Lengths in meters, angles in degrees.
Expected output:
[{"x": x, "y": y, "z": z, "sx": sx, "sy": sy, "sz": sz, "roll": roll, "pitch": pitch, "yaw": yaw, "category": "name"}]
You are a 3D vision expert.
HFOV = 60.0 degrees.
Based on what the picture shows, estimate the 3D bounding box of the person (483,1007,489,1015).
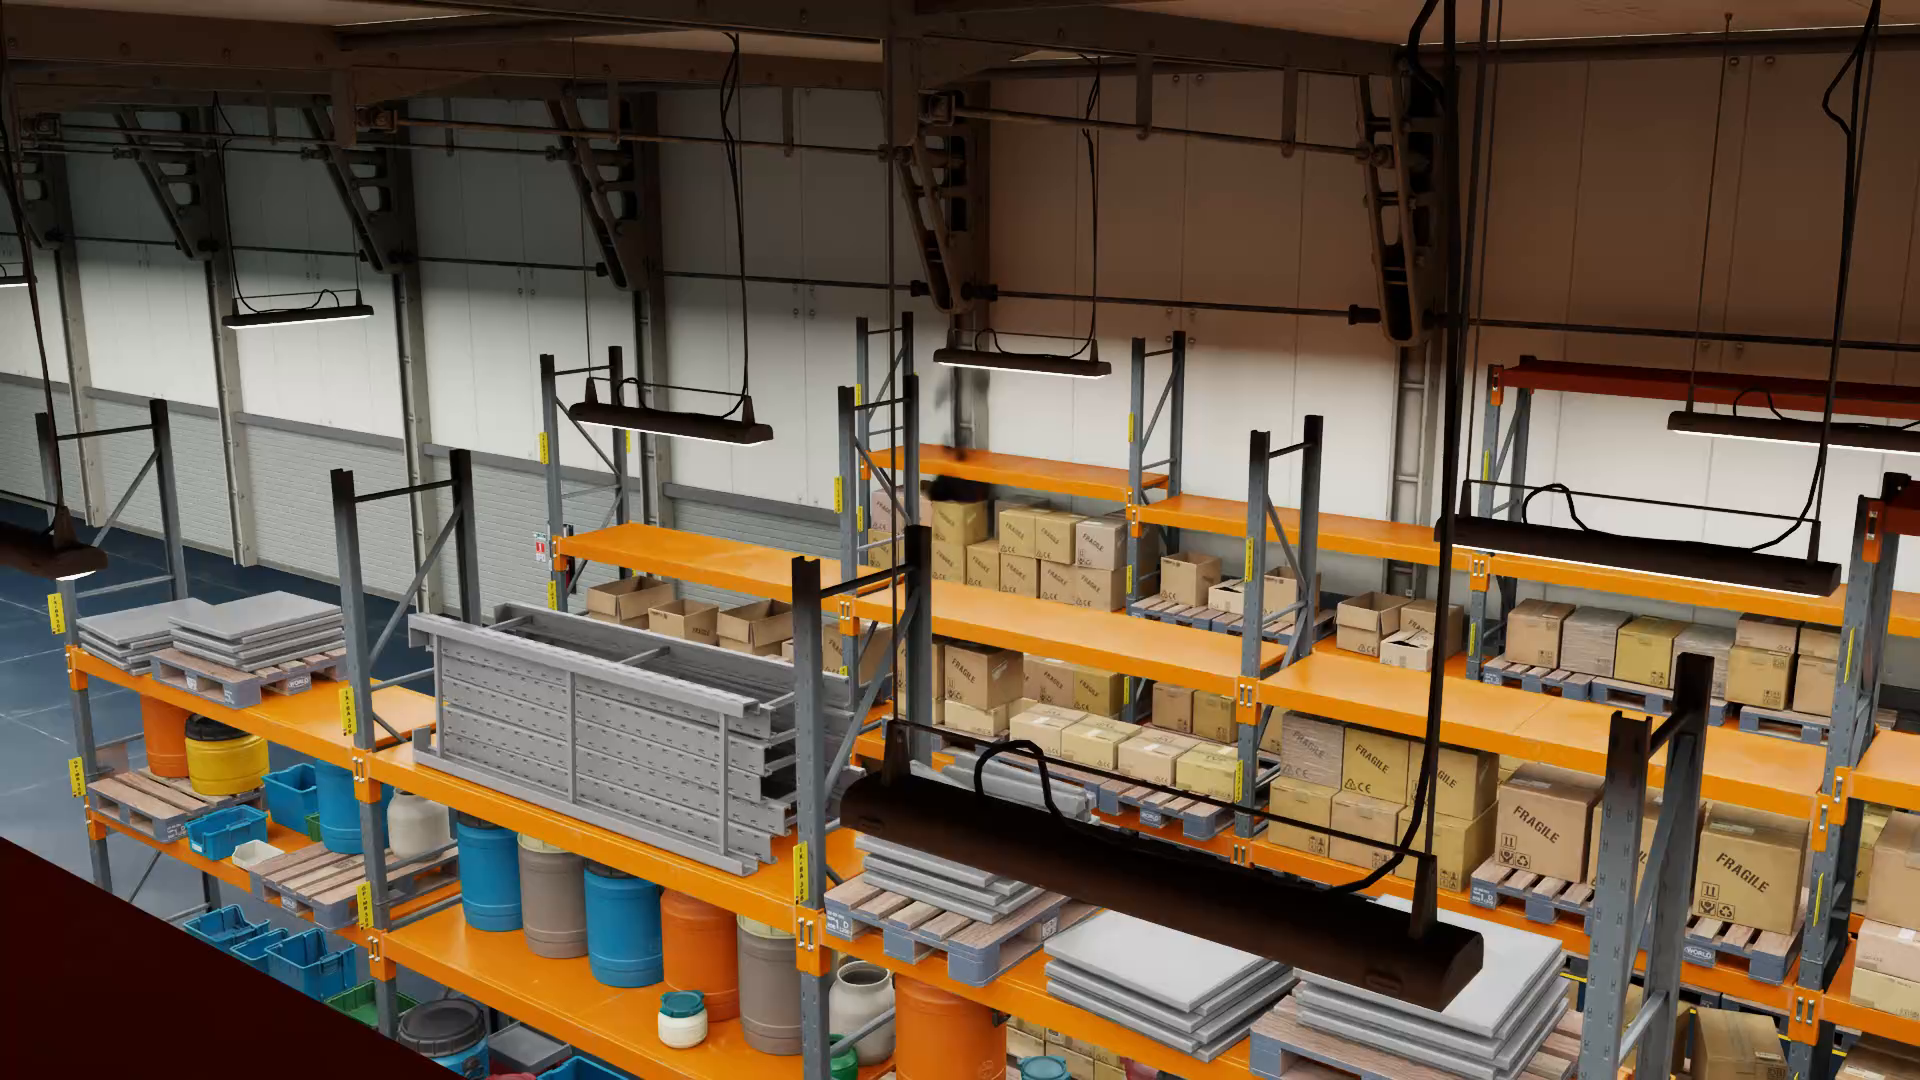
[{"x": -4.254, "y": 3.798, "z": 15.543, "sx": 0.845, "sy": 1.595, "sz": 0.575, "roll": 4, "pitch": 14, "yaw": 18, "category": "person"}]
